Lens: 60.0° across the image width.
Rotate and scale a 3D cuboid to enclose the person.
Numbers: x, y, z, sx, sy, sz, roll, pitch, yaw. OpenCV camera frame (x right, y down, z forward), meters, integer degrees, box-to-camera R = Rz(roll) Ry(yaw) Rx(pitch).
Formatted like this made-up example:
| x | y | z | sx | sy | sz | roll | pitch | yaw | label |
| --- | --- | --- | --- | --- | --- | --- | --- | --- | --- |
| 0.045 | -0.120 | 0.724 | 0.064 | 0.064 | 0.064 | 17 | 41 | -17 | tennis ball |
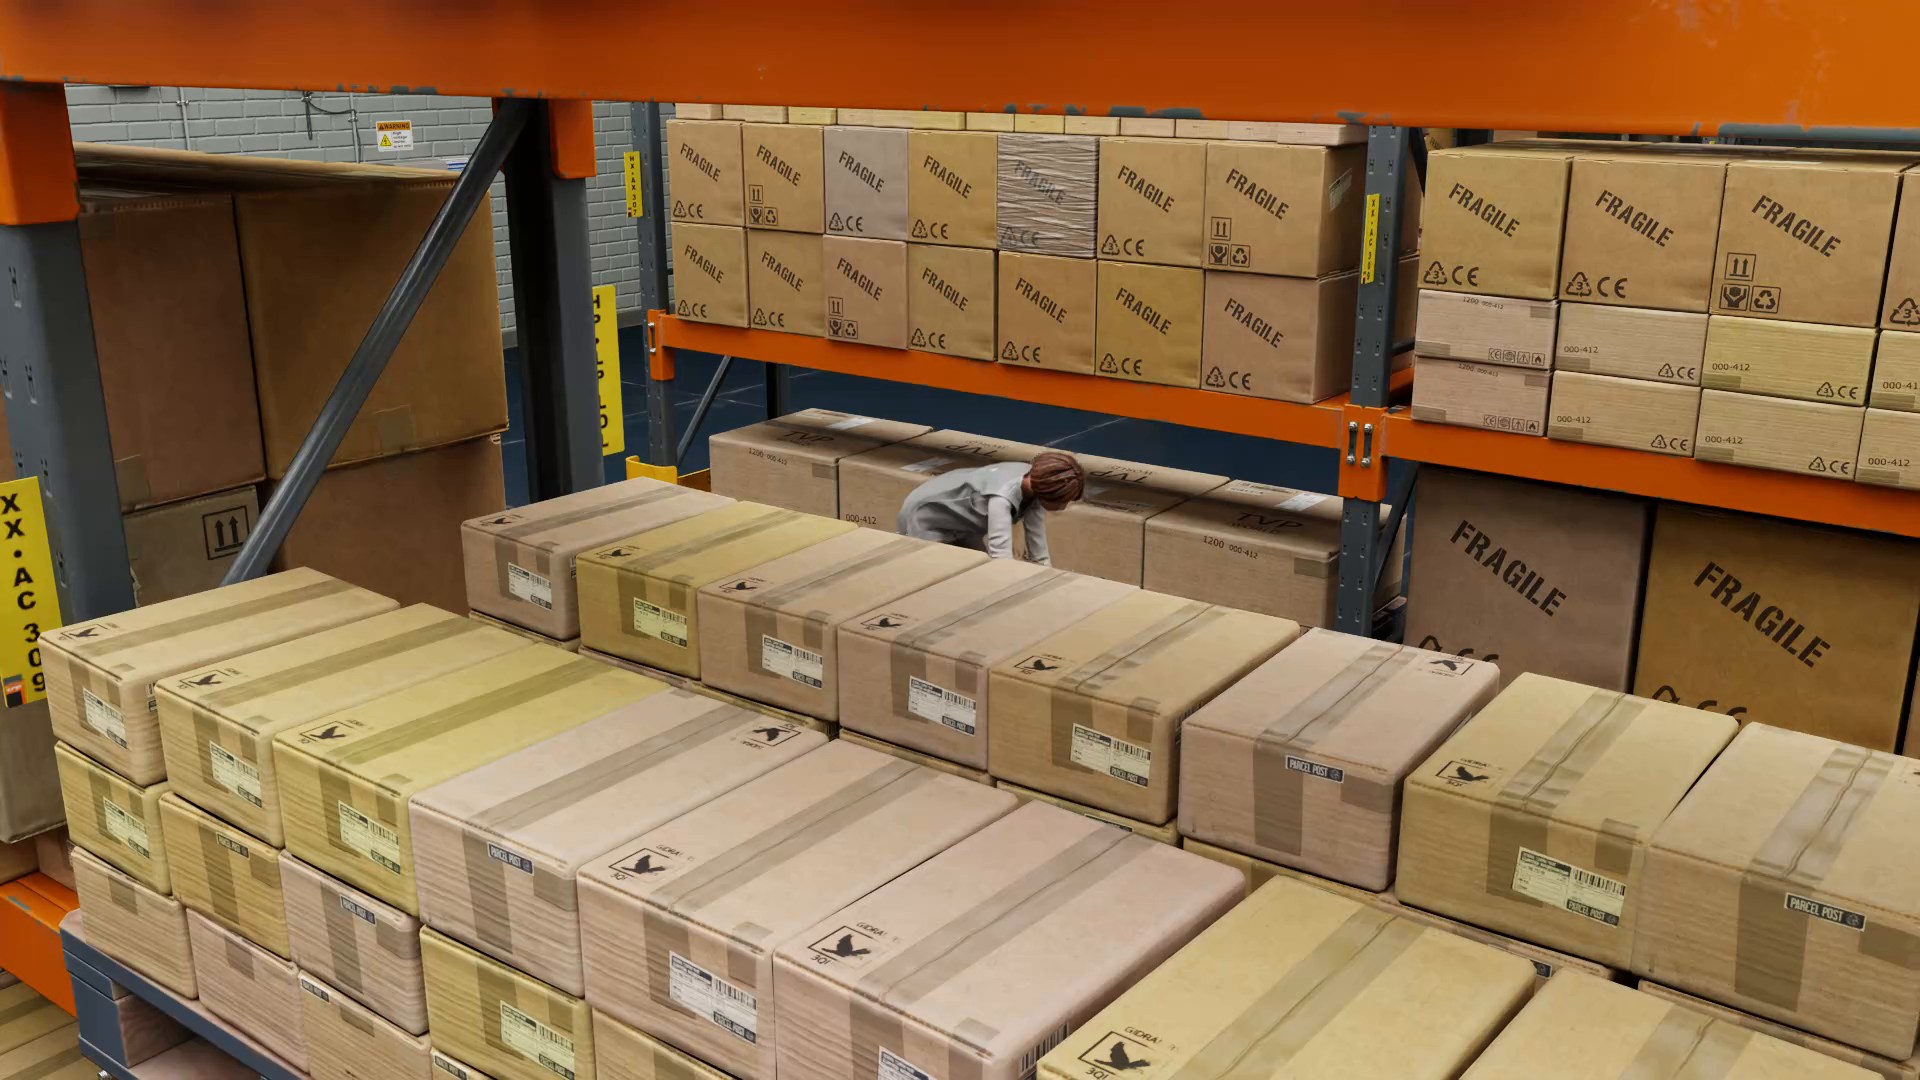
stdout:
| x | y | z | sx | sy | sz | roll | pitch | yaw | label |
| --- | --- | --- | --- | --- | --- | --- | --- | --- | --- |
| 0.123 | 0.183 | 6.707 | 0.829 | 1.164 | 0.394 | 11 | 20 | 33 | person |
